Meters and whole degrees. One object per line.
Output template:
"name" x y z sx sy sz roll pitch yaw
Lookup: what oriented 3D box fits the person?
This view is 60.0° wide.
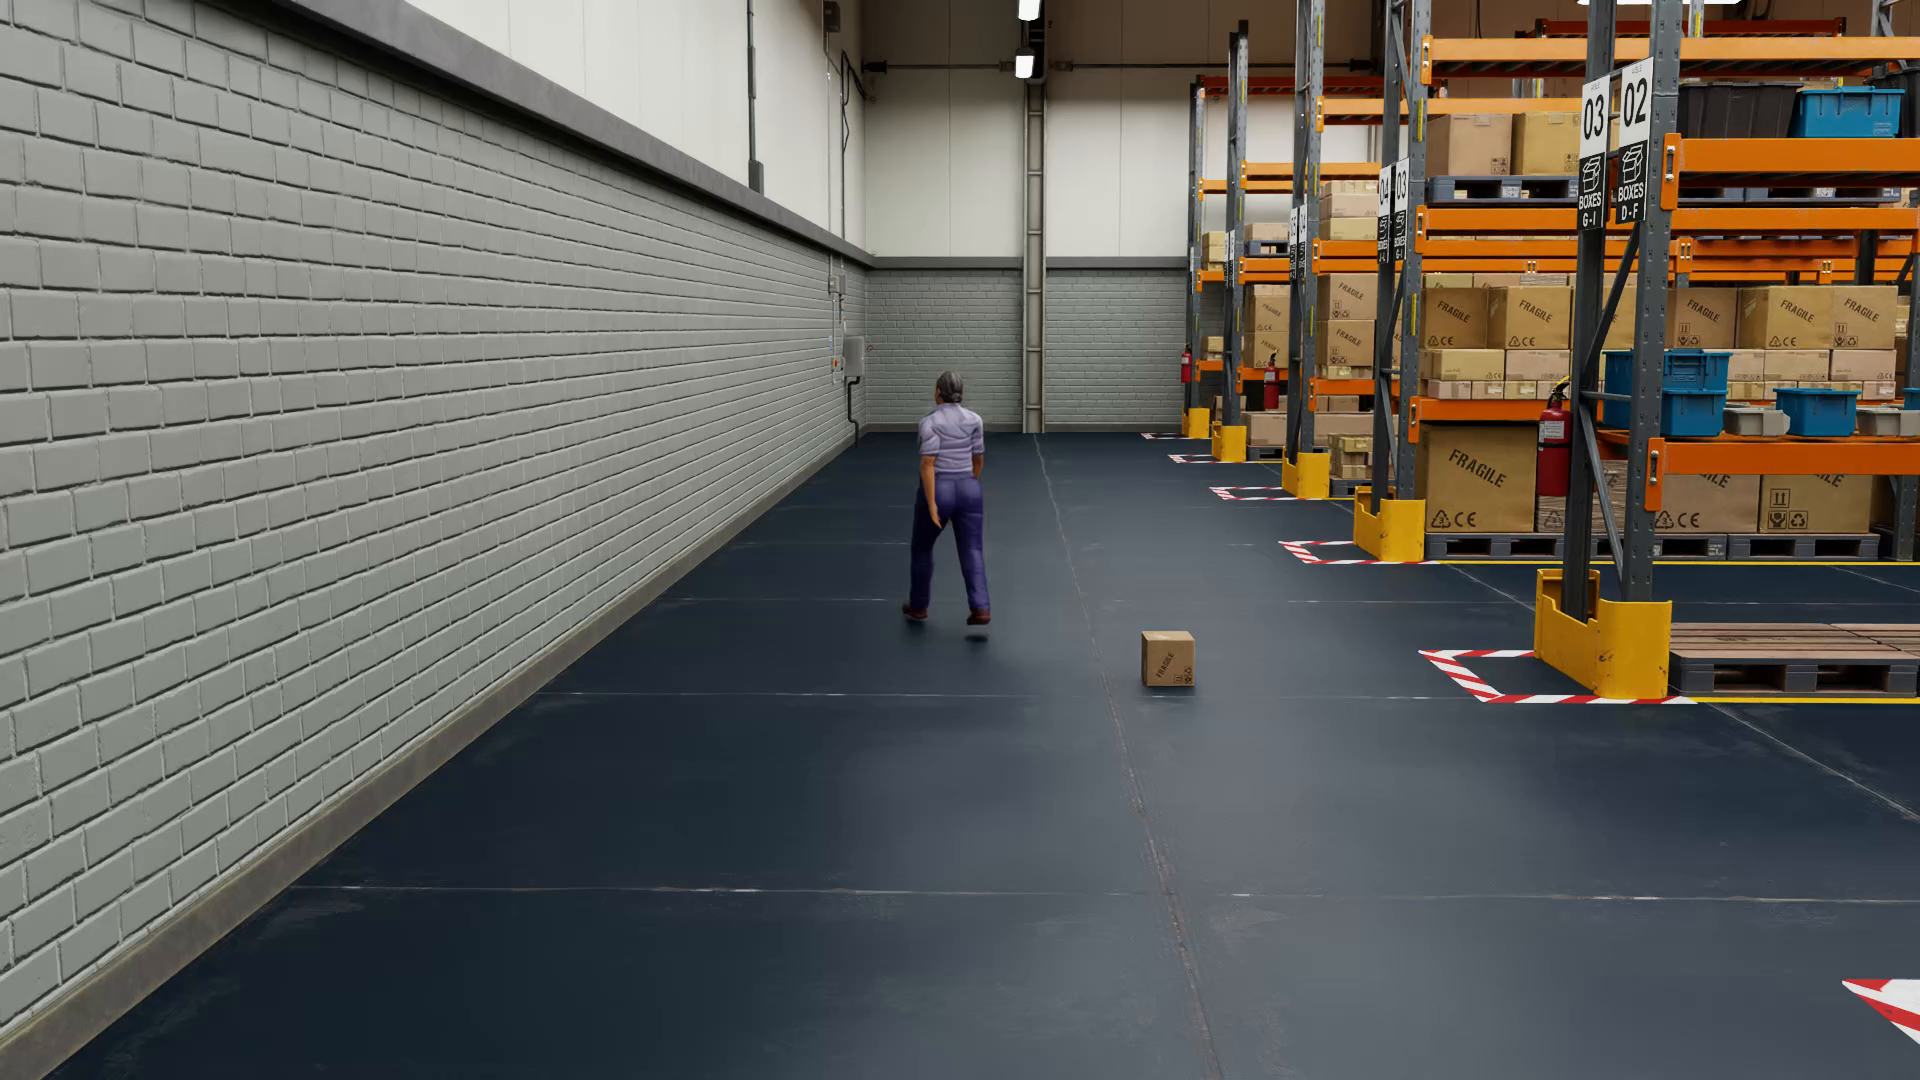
"person" -0.062 -0.262 10.400 0.467 1.588 1.021 -2 8 -18
